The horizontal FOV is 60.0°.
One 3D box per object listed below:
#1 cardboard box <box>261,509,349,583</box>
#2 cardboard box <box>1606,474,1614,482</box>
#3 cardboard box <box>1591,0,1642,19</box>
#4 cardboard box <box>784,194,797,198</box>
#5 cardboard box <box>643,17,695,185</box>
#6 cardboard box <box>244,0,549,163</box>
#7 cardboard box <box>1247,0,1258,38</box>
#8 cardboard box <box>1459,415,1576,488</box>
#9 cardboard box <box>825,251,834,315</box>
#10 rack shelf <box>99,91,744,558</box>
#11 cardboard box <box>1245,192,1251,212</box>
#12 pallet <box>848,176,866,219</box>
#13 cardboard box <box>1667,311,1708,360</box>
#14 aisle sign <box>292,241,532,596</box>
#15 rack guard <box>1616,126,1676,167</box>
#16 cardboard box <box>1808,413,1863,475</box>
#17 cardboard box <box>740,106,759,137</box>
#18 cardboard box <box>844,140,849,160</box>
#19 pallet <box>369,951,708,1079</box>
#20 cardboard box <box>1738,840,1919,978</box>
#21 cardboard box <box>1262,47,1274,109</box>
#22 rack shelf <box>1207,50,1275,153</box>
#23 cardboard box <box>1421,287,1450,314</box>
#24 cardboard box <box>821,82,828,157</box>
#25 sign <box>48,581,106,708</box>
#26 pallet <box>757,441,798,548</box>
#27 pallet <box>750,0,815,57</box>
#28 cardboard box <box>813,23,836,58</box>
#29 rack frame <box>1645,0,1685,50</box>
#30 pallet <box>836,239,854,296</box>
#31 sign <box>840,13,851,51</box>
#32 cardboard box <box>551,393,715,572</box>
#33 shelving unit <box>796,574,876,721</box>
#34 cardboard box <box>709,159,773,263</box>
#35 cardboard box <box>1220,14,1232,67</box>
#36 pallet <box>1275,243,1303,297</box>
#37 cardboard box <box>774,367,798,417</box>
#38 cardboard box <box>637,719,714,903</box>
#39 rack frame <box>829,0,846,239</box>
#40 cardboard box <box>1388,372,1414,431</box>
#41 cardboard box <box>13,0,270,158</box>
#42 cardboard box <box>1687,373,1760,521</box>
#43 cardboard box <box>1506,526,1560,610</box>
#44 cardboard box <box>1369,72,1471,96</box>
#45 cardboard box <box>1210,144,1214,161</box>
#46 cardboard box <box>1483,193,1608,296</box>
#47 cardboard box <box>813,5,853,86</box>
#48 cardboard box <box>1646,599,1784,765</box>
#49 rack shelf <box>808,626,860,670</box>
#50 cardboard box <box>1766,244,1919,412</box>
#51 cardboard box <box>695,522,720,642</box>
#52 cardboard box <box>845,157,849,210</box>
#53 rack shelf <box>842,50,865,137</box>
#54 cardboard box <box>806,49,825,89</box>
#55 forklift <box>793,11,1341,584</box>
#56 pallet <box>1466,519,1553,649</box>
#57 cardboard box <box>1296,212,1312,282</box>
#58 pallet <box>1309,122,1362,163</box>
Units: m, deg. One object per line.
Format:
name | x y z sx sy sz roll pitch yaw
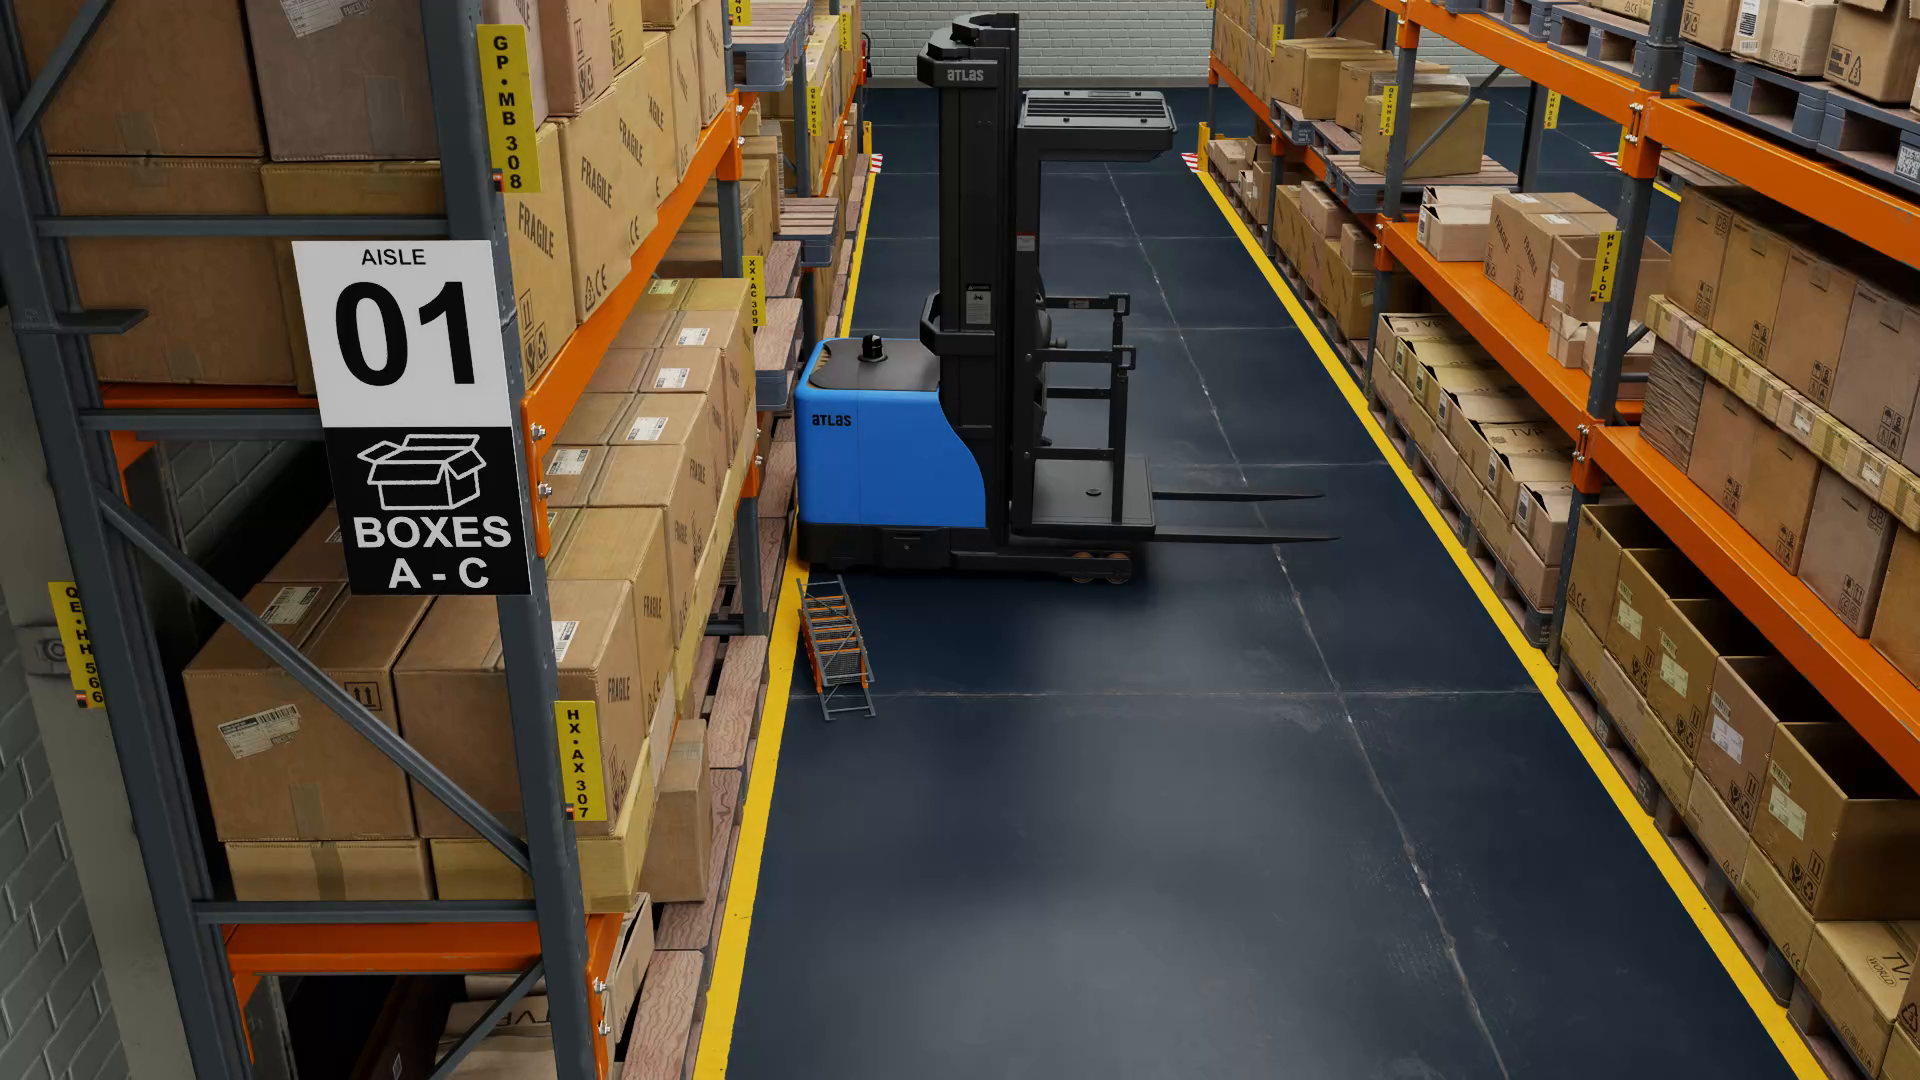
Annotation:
cardboard box | -1.650 0.235 4.838 0.500 0.500 0.500 0 24 0
cardboard box | 3.717 -0.326 8.977 0.500 0.311 0.500 -1 24 -1
cardboard box | 3.467 -2.724 8.165 0.500 0.250 0.500 -3 24 -6
cardboard box | -1.296 -2.410 11.719 0.380 0.149 0.250 -1 24 -1
cardboard box | -1.191 -1.508 5.658 0.500 0.500 0.500 -1 24 -3
cardboard box | -1.198 -1.119 3.584 0.500 0.500 0.500 -2 24 -4
cardboard box | 3.108 -5.178 16.223 0.500 0.500 0.500 0 24 0
cardboard box | 3.167 -0.534 9.436 0.500 0.311 0.500 0 24 -1
cardboard box | -1.404 -2.255 13.195 0.750 0.750 0.750 0 24 -1
rack shelf | -1.459 -0.945 5.432 1.077 0.370 4.000 0 24 -1
cardboard box | 3.032 -3.340 16.420 0.380 0.149 0.250 0 24 -1
pallet | -1.514 -3.574 17.396 1.003 0.211 1.213 0 24 -1
cardboard box | 3.285 -0.880 7.147 0.380 0.149 0.250 0 24 0
aisle sign | -1.136 -0.238 3.482 0.394 0.787 0.004 0 24 -1
rack guard | 8.282 -4.590 19.293 1.175 0.500 0.348 0 24 -1
cardboard box | 3.303 -0.345 5.965 0.380 0.149 0.250 0 24 -1
cardboard box | -1.472 -2.645 10.517 0.380 0.149 0.250 -4 25 -9
cardboard box | -1.295 -3.825 16.304 0.380 0.149 0.250 1 24 1
pallet | -1.411 1.822 5.464 1.003 0.211 1.213 0 24 -1
cardboard box | 3.191 1.324 6.009 0.500 0.250 0.500 0 24 -1
cardboard box | 3.124 -4.301 15.498 0.500 0.500 0.500 0 24 0
rack shelf | 3.364 -4.547 17.036 1.077 0.370 4.000 0 24 -1
cardboard box | 3.710 -1.653 12.263 0.500 0.500 0.500 1 24 2
cardboard box | -1.274 -3.190 12.657 0.500 0.500 0.500 0 24 -1
sign | -1.992 0.241 3.789 0.100 0.325 0.005 0 24 -1
pallet | -1.507 -0.284 10.123 1.003 0.211 1.213 0 24 -1
pallet | -1.395 -2.693 8.653 1.213 0.211 1.003 0 24 -1
cardboard box | -1.311 -4.156 13.884 0.500 0.250 0.500 0 24 1
rack frame | 3.473 -3.487 6.541 1.000 3.000 0.127 0 24 -1
pallet | -1.484 -2.438 14.885 1.003 0.211 1.213 0 24 -1
sign | -1.025 -4.525 14.805 0.100 0.325 0.005 0 24 -1
cardboard box | -1.154 -0.192 5.782 0.500 0.500 0.500 0 24 1
shelving unit | -0.636 0.519 8.364 0.258 0.189 1.200 -5 24 -10
cardboard box | -1.473 -1.917 9.694 0.700 0.500 0.500 0 24 -1
cardboard box | 3.094 -5.348 17.813 0.500 0.500 0.500 0 24 -1
pallet | 3.432 -2.445 14.900 1.003 0.211 1.213 0 24 -1
cardboard box | -1.464 -1.143 11.138 0.700 0.500 0.500 0 24 0
cardboard box | -1.318 1.034 6.324 0.700 0.500 0.500 -2 24 -4
rack frame | -1.568 -4.027 15.013 1.000 3.000 0.127 0 24 -1
cardboard box | 3.148 -0.916 10.963 0.500 0.250 0.500 -1 24 -2
cardboard box | -1.703 -1.135 3.621 0.500 0.500 0.500 1 24 2
cardboard box | 3.496 -0.399 6.872 0.700 0.500 0.500 -1 24 -1
cardboard box | 3.179 0.138 8.632 0.500 0.250 0.500 0 24 -1
cardboard box | 3.491 -3.276 12.722 0.700 0.500 0.500 4 25 9
cardboard box | 3.006 -4.331 18.591 0.380 0.166 0.250 0 24 -1
cardboard box | 3.464 -1.756 9.872 0.500 0.500 0.500 -2 24 -3
cardboard box | -1.577 -4.987 16.774 0.980 0.700 0.700 -1 24 -3
cardboard box | 3.176 0.570 6.766 0.500 0.500 0.500 0 24 -1
rack shelf | -0.628 0.537 8.325 0.258 0.180 0.103 -5 24 -10
cardboard box | 3.496 -0.793 6.168 0.700 0.500 0.500 0 24 -1
cardboard box | -1.147 0.143 5.952 0.500 0.250 0.500 0 24 0
cardboard box | -1.475 -3.595 16.582 0.700 0.500 0.500 0 24 -1
rack shelf | -1.589 -4.523 16.983 1.077 0.370 4.000 0 24 -1
cardboard box | -1.287 -3.526 12.489 0.500 0.250 0.500 0 24 0
forklift | 0.624 -1.320 9.111 3.031 2.935 1.130 1 24 3
pallet | 3.426 0.213 9.022 1.003 0.211 1.213 0 24 -1
cardboard box | 3.162 -2.486 14.106 0.500 0.500 0.500 0 24 0
pallet | 3.404 -3.116 13.233 1.003 0.211 1.213 0 24 -1
